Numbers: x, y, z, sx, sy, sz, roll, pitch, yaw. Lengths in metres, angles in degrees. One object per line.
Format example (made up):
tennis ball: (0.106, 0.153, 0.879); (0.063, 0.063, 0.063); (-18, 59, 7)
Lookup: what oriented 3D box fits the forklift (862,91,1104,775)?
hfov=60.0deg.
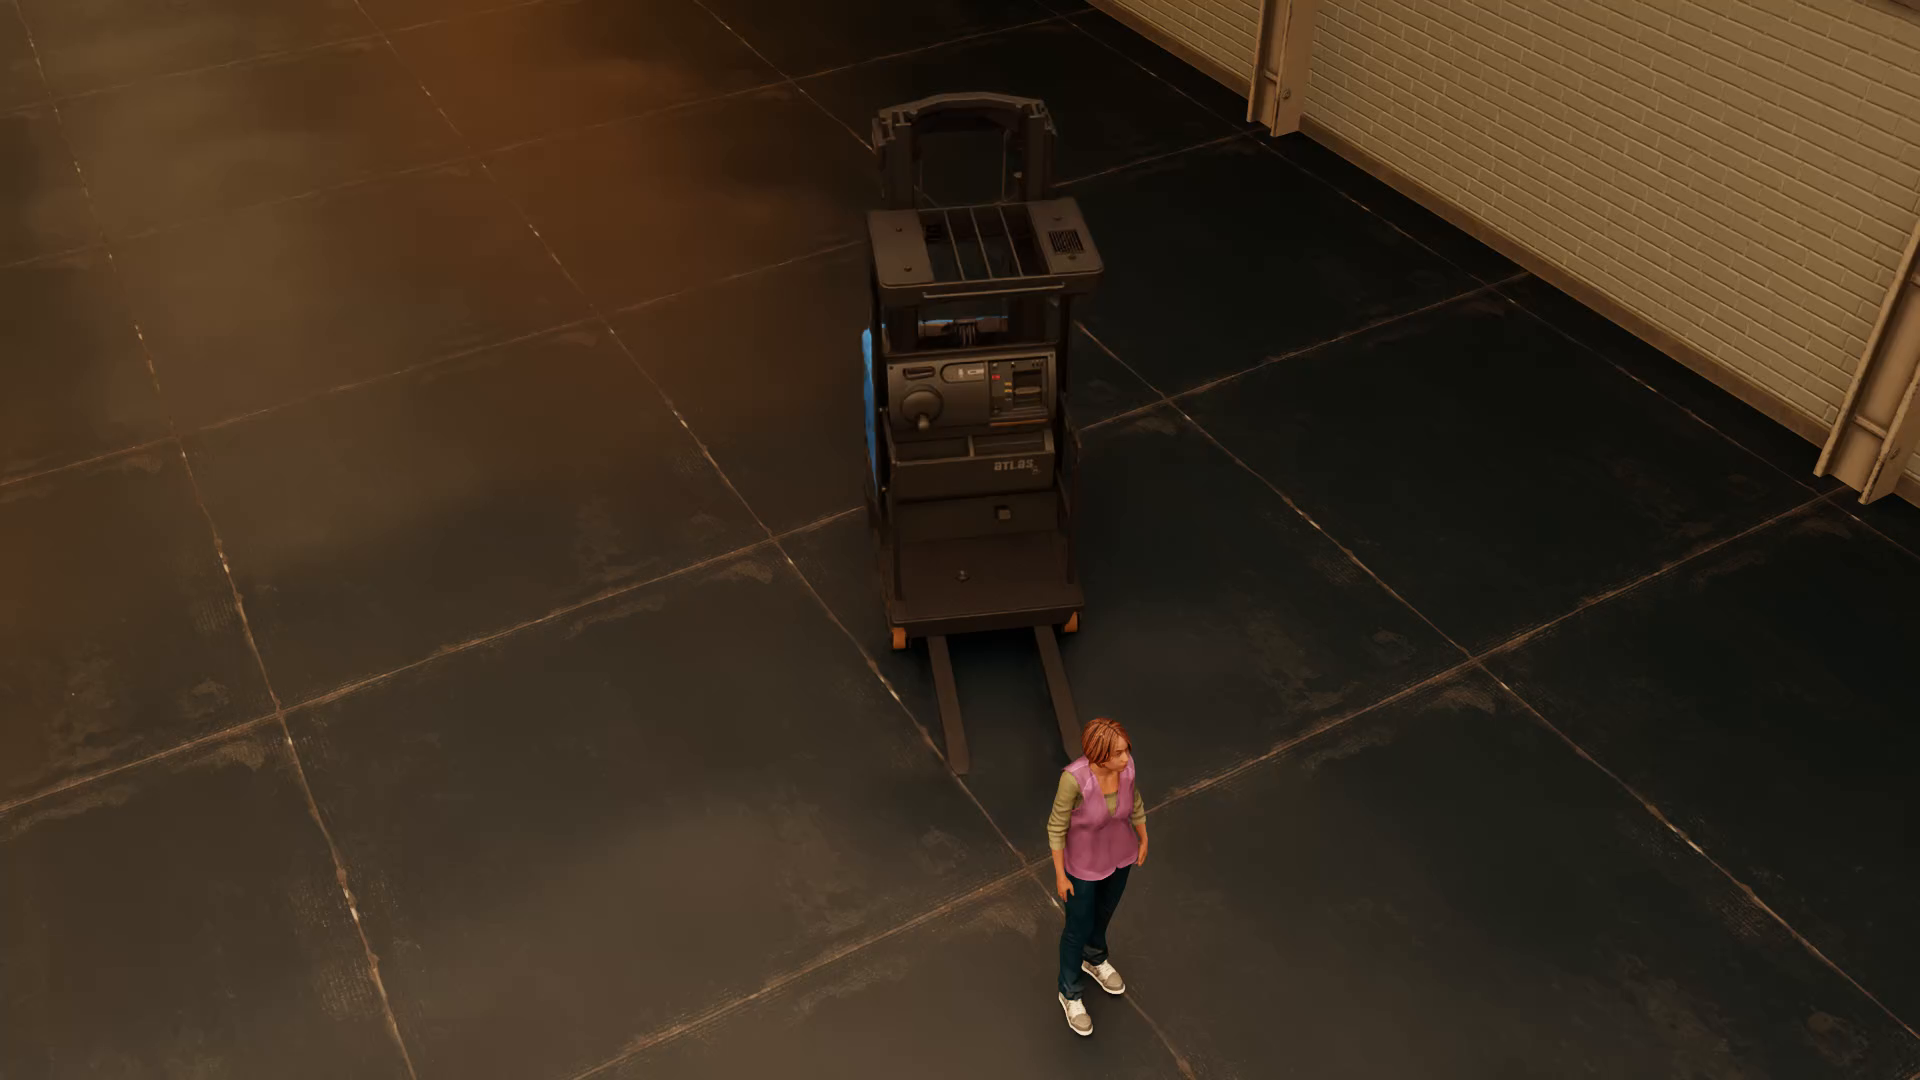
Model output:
forklift: (0.099, -0.740, 8.929); (1.130, 2.935, 3.031); (-5, 40, -6)

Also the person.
person: (0.643, 1.453, 7.318); (0.520, 1.596, 0.475); (-22, 45, -24)
